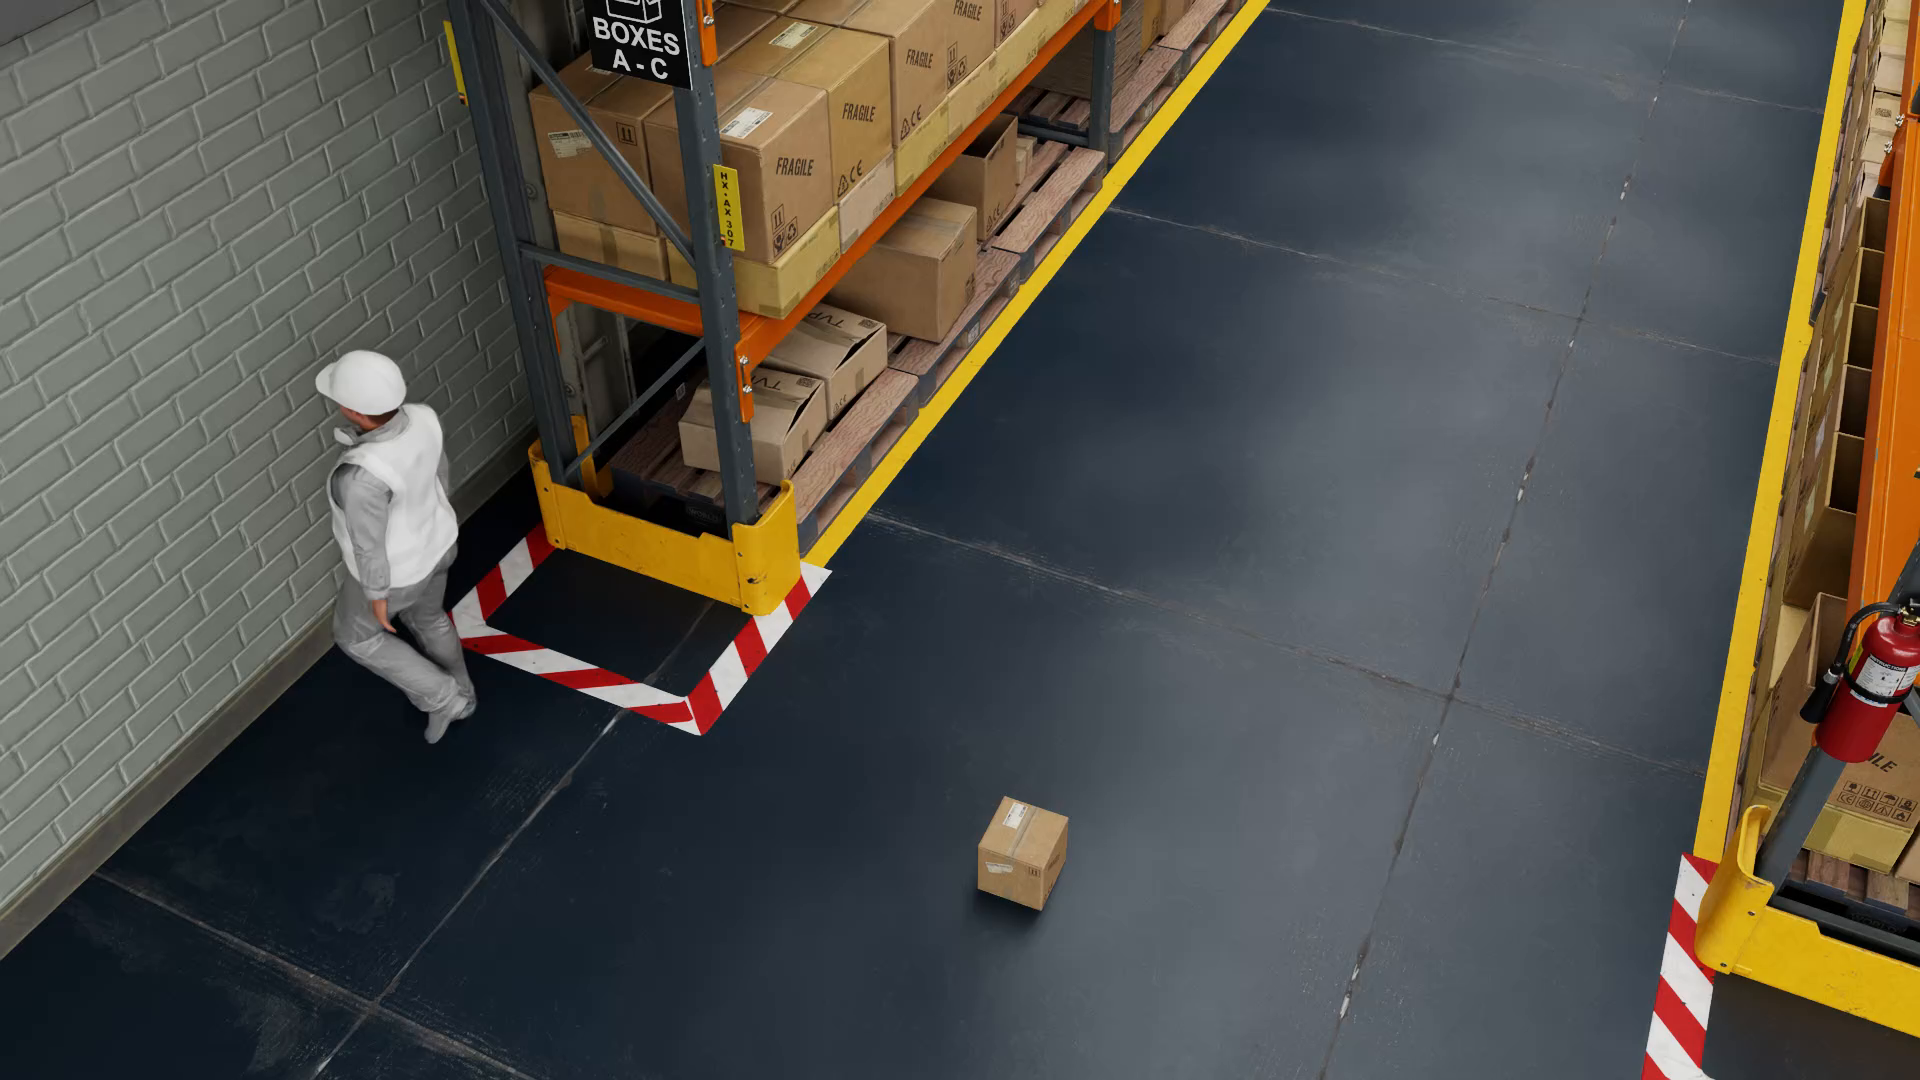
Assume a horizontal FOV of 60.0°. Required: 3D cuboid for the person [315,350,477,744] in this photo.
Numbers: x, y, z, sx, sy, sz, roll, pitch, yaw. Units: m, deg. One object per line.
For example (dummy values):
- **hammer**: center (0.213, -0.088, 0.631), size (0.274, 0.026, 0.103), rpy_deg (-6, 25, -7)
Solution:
- **person**: center (-2.070, 0.024, 6.079), size (0.467, 1.760, 0.564), rpy_deg (13, 43, 15)
